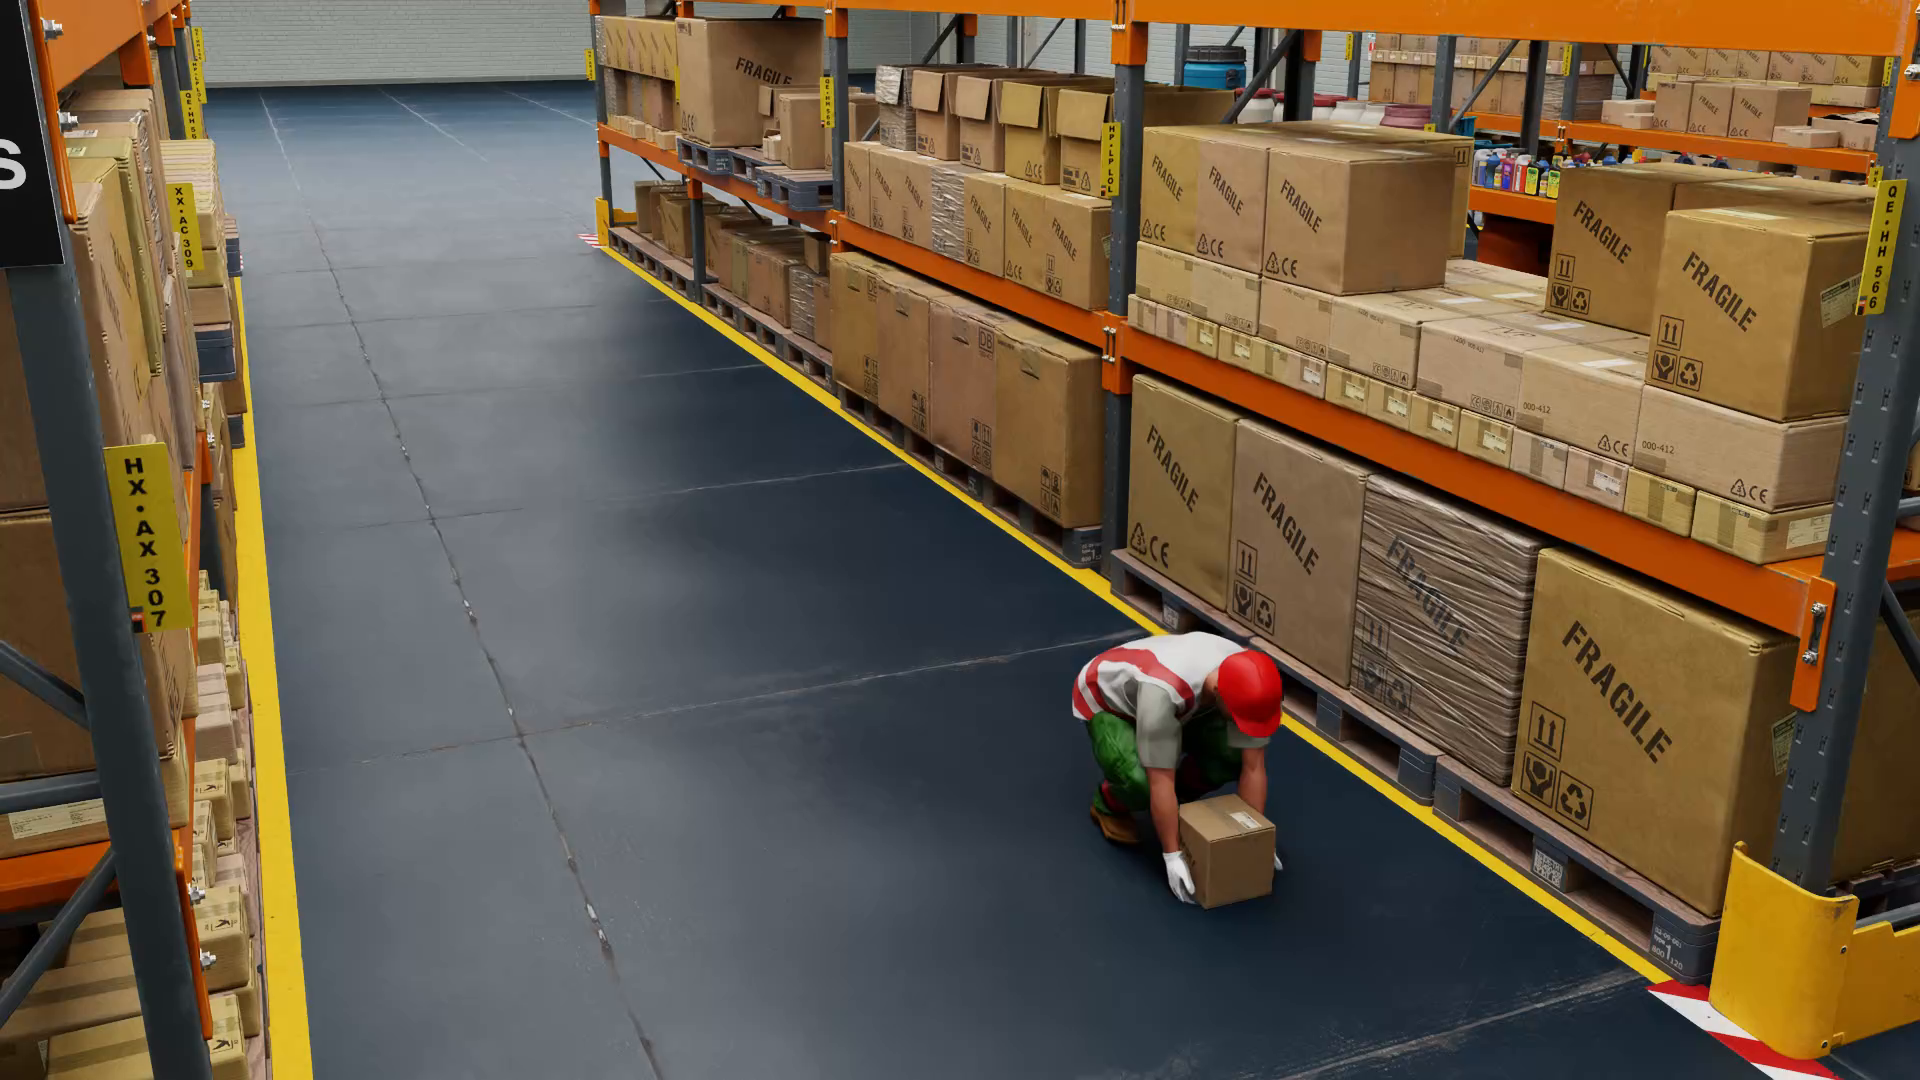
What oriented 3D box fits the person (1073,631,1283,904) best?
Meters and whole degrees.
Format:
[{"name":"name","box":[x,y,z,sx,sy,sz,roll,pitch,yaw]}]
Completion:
[{"name":"person","box":[1.596,-1.352,11.618,7.151,0.880,11.857,-8,20,-22]}]
